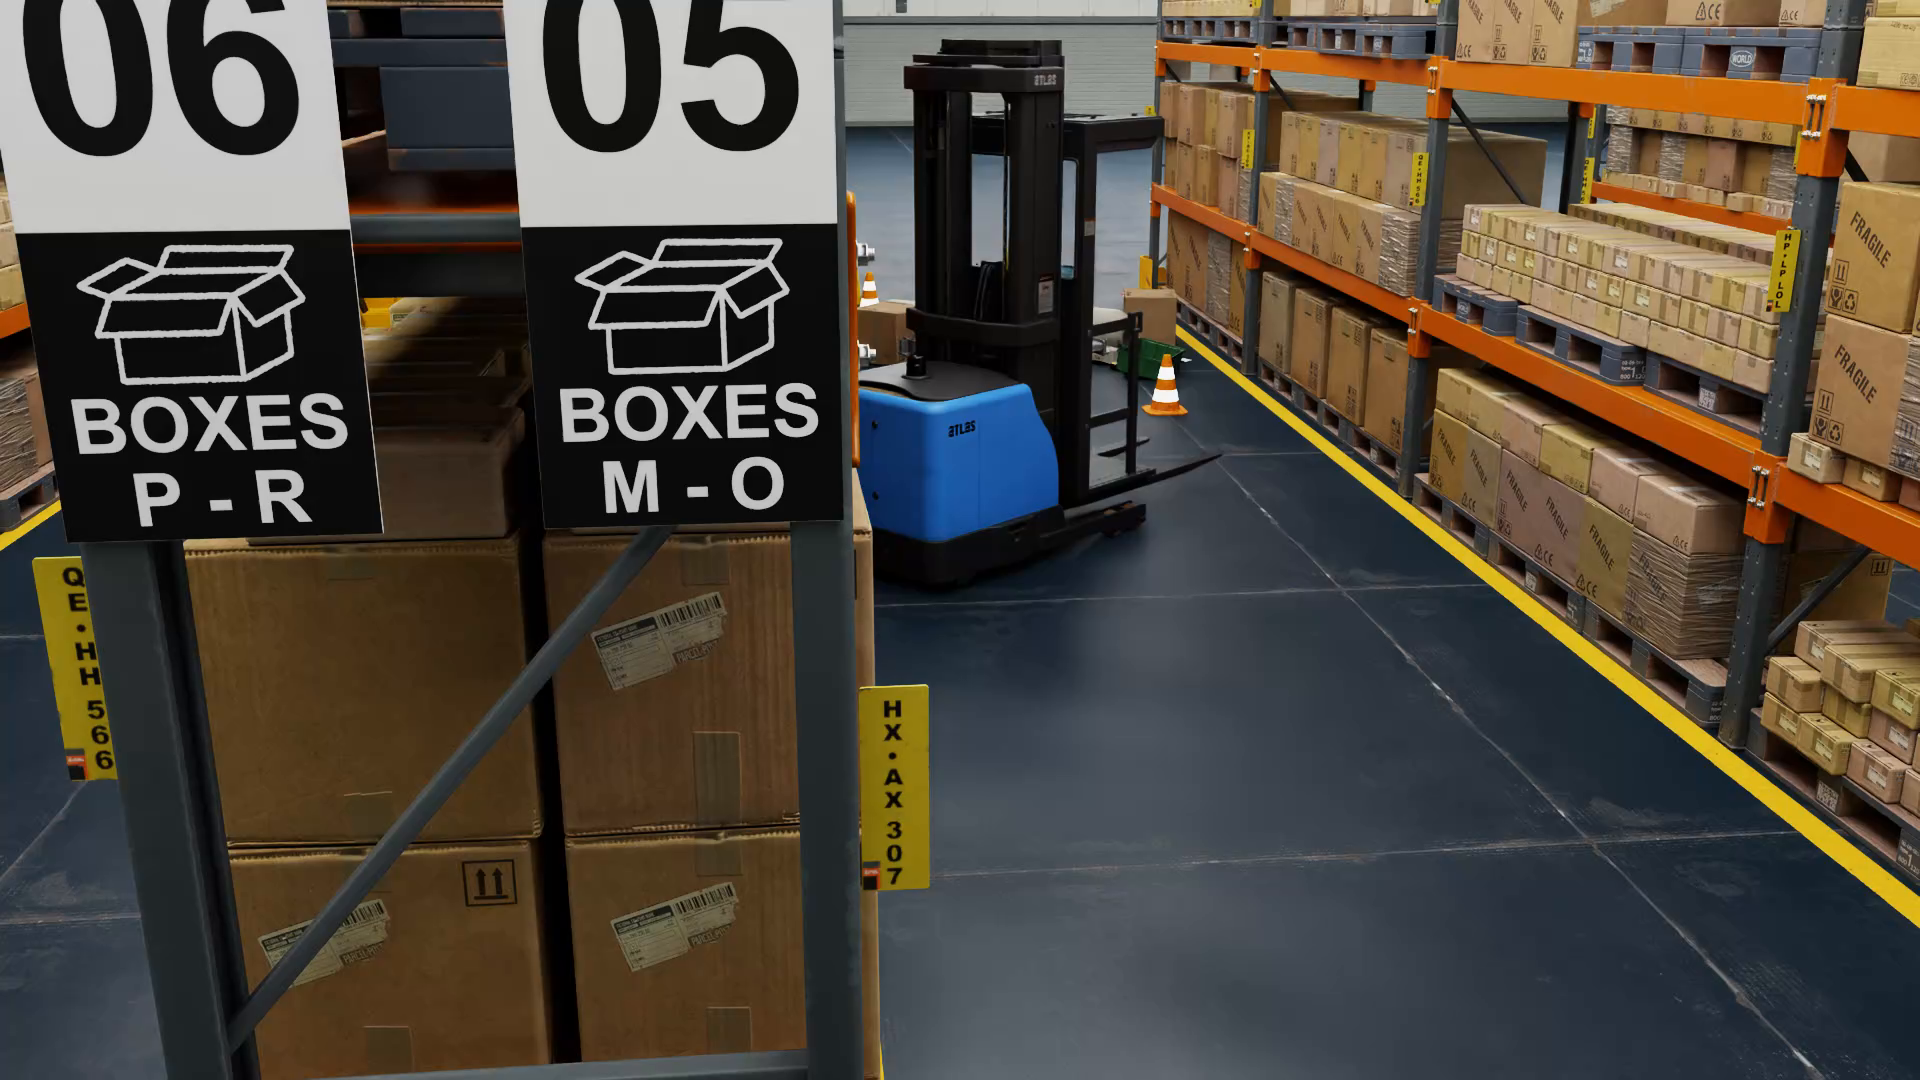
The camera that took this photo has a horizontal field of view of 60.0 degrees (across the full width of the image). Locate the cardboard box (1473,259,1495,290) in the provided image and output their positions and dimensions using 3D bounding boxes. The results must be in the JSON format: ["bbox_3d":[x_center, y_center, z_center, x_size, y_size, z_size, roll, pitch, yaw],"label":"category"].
[{"bbox_3d":[3.313,-1.596,9.973,0.380,0.149,0.250,-1,17,-3],"label":"cardboard box"}]

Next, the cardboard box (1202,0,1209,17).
[{"bbox_3d":[2.514,-5.040,15.766,0.380,0.149,0.250,-2,18,-6],"label":"cardboard box"}]

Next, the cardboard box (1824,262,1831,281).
[{"bbox_3d":[4.211,-1.199,7.713,0.380,0.149,0.250,-2,18,-5],"label":"cardboard box"}]

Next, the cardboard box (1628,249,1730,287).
[{"bbox_3d":[3.515,-1.330,8.131,0.380,0.149,0.250,-2,18,-7],"label":"cardboard box"}]

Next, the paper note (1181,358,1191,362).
[{"bbox_3d":[2.058,-1.683,15.487,0.142,0.020,0.147,16,24,42],"label":"paper note"}]

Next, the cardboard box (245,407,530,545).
[{"bbox_3d":[-0.884,-0.104,2.581,0.380,0.149,0.250,-2,17,-5],"label":"cardboard box"}]

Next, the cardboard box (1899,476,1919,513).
[{"bbox_3d":[3.737,-0.177,6.152,0.380,0.149,0.250,-3,18,-8],"label":"cardboard box"}]

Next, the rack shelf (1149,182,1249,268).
[{"bbox_3d":[2.822,-3.180,16.499,1.077,0.370,4.000,-2,18,-6],"label":"rack shelf"}]

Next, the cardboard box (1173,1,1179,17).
[{"bbox_3d":[2.384,-5.416,16.963,0.380,0.149,0.250,-2,18,-5],"label":"cardboard box"}]

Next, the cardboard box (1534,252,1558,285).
[{"bbox_3d":[3.403,-1.498,9.163,0.380,0.149,0.250,-2,18,-6],"label":"cardboard box"}]

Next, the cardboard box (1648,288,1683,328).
[{"bbox_3d":[3.532,-1.112,7.934,0.380,0.149,0.250,-2,18,-7],"label":"cardboard box"}]

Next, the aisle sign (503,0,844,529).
[{"bbox_3d":[-0.352,-0.397,2.093,0.394,0.787,0.004,-2,18,-6],"label":"aisle sign"}]

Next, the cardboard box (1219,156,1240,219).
[{"bbox_3d":[2.899,-3.271,15.339,0.875,0.550,0.550,-2,18,-6],"label":"cardboard box"}]

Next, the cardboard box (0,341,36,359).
[{"bbox_3d":[-6.605,-1.047,11.766,0.875,0.625,0.625,-3,18,-8],"label":"cardboard box"}]

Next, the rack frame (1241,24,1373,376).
[{"bbox_3d":[3.028,-2.927,14.493,1.000,3.000,0.127,-2,18,-6],"label":"rack frame"}]

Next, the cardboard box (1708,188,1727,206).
[{"bbox_3d":[7.578,-3.359,16.289,0.380,0.149,0.250,-2,18,-6],"label":"cardboard box"}]

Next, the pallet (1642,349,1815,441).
[{"bbox_3d":[3.919,-0.684,7.669,1.003,0.211,1.213,-2,18,-6],"label":"pallet"}]

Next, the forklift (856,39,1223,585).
[{"bbox_3d":[0.514,-1.513,10.103,1.130,2.935,3.031,16,23,41],"label":"forklift"}]

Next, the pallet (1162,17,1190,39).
[{"bbox_3d":[2.702,-5.287,17.150,1.003,0.211,1.213,-2,18,-6],"label":"pallet"}]

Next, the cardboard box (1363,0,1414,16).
[{"bbox_3d":[3.034,-3.674,11.146,0.500,0.311,0.500,-2,18,-6],"label":"cardboard box"}]

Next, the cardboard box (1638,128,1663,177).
[{"bbox_3d":[7.760,-4.122,17.634,0.875,0.500,0.500,-2,18,-6],"label":"cardboard box"}]

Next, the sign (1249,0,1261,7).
[{"bbox_3d":[2.476,-4.625,13.898,0.100,0.325,0.005,-2,18,-6],"label":"sign"}]

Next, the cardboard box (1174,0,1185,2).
[{"bbox_3d":[2.463,-5.566,16.775,0.500,0.250,0.500,-2,18,-6],"label":"cardboard box"}]

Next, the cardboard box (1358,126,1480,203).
[{"bbox_3d":[3.295,-2.698,11.926,0.700,0.500,0.500,-2,18,-6],"label":"cardboard box"}]

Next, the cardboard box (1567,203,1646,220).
[{"bbox_3d":[3.947,-1.968,10.163,0.380,0.149,0.250,-2,18,-8],"label":"cardboard box"}]

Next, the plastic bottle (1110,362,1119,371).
[{"bbox_3d":[1.498,-1.561,15.047,0.133,0.061,0.283,-12,21,-34],"label":"plastic bottle"}]

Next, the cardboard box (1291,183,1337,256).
[{"bbox_3d":[2.916,-2.510,12.999,0.500,0.500,0.500,-2,18,-6],"label":"cardboard box"}]

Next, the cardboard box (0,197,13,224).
[{"bbox_3d":[-6.270,-2.092,10.583,0.380,0.149,0.250,-2,17,-5],"label":"cardboard box"}]

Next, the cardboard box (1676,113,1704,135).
[{"bbox_3d":[7.500,-4.290,16.500,0.500,0.500,0.500,-2,18,-6],"label":"cardboard box"}]

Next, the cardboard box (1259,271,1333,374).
[{"bbox_3d":[3.181,-1.872,14.187,1.050,0.750,0.750,-2,18,-6],"label":"cardboard box"}]

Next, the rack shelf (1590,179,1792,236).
[{"bbox_3d":[7.765,-3.303,16.891,1.077,0.370,4.000,-2,18,-6],"label":"rack shelf"}]

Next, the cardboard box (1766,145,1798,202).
[{"bbox_3d":[7.987,-3.376,15.259,0.875,0.500,0.500,-2,18,-6],"label":"cardboard box"}]

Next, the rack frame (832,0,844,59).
[{"bbox_3d":[-0.648,-2.031,1.623,1.000,3.000,0.127,-2,18,-6],"label":"rack frame"}]

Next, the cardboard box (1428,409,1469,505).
[{"bbox_3d":[3.260,-0.525,10.312,0.500,0.500,0.500,-3,18,-8],"label":"cardboard box"}]

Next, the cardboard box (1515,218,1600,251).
[{"bbox_3d":[3.373,-1.724,9.386,0.380,0.149,0.250,-3,18,-8],"label":"cardboard box"}]

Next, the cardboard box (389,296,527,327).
[{"bbox_3d":[-1.070,-0.482,3.787,0.380,0.149,0.250,-1,17,-4],"label":"cardboard box"}]

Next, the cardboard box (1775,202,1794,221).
[{"bbox_3d":[7.657,-2.985,15.098,0.380,0.149,0.250,-2,18,-6],"label":"cardboard box"}]

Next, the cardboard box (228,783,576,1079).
[{"bbox_3d":[-0.961,0.648,2.939,0.500,0.500,0.500,-2,18,-5],"label":"cardboard box"}]

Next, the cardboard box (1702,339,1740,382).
[{"bbox_3d":[3.588,-0.814,7.480,0.380,0.149,0.250,-2,18,-5],"label":"cardboard box"}]

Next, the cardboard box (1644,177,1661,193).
[{"bbox_3d":[7.434,-3.731,17.474,0.380,0.149,0.250,-2,18,-6],"label":"cardboard box"}]

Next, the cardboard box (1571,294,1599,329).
[{"bbox_3d":[3.450,-1.204,8.722,0.380,0.149,0.250,-2,18,-7],"label":"cardboard box"}]

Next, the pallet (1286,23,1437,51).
[{"bbox_3d":[3.171,-3.995,13.207,0.805,0.209,1.217,-2,18,-8],"label":"pallet"}]

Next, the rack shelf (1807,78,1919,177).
[{"bbox_3d":[4.059,-1.036,4.662,1.077,0.370,4.000,-2,18,-6],"label":"rack shelf"}]

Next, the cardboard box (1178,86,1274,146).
[{"bbox_3d":[2.686,-4.262,16.691,0.875,0.550,0.550,-2,18,-6],"label":"cardboard box"}]

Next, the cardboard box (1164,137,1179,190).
[{"bbox_3d":[2.699,-4.081,17.919,0.875,0.550,0.550,-2,18,-6],"label":"cardboard box"}]

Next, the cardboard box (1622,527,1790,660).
[{"bbox_3d":[3.526,0.236,7.890,0.500,0.500,0.500,-2,18,-7],"label":"cardboard box"}]

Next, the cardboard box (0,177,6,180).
[{"bbox_3d":[-6.952,-2.529,11.975,0.380,0.149,0.250,-2,18,-6],"label":"cardboard box"}]

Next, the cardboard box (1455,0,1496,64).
[{"bbox_3d":[3.235,-3.036,9.665,0.500,0.500,0.500,-2,18,-6],"label":"cardboard box"}]

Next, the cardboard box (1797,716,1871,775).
[{"bbox_3d":[3.598,0.814,6.636,0.380,0.149,0.250,-1,17,-4],"label":"cardboard box"}]

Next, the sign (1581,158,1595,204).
[{"bbox_3d":[3.979,-2.270,10.598,0.100,0.325,0.005,-2,18,-6],"label":"sign"}]

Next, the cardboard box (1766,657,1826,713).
[{"bbox_3d":[3.572,0.592,6.845,0.380,0.149,0.250,-1,17,-3],"label":"cardboard box"}]

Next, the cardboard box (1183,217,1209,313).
[{"bbox_3d":[2.844,-2.843,17.073,0.875,0.875,0.875,-2,18,-7],"label":"cardboard box"}]

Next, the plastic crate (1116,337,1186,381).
[{"bbox_3d":[1.707,-1.624,14.942,0.450,0.188,0.662,18,23,19],"label":"plastic crate"}]

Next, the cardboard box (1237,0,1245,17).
[{"bbox_3d":[2.646,-4.660,14.557,0.380,0.149,0.250,-1,17,-5],"label":"cardboard box"}]

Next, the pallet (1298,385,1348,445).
[{"bbox_3d":[3.311,-1.005,13.025,1.003,0.211,1.213,-2,18,-6],"label":"pallet"}]

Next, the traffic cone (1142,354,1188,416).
[{"bbox_3d":[1.664,-1.271,13.452,0.336,0.463,0.334,-2,18,-6],"label":"traffic cone"}]

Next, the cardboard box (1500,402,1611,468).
[{"bbox_3d":[3.361,-0.589,9.266,0.500,0.250,0.500,-2,18,-5],"label":"cardboard box"}]

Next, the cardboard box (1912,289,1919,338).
[{"bbox_3d":[3.726,-0.914,5.749,0.500,0.500,0.500,-2,18,-7],"label":"cardboard box"}]

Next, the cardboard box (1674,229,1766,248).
[{"bbox_3d":[4.078,-1.583,8.935,0.380,0.149,0.250,-1,17,-3],"label":"cardboard box"}]
